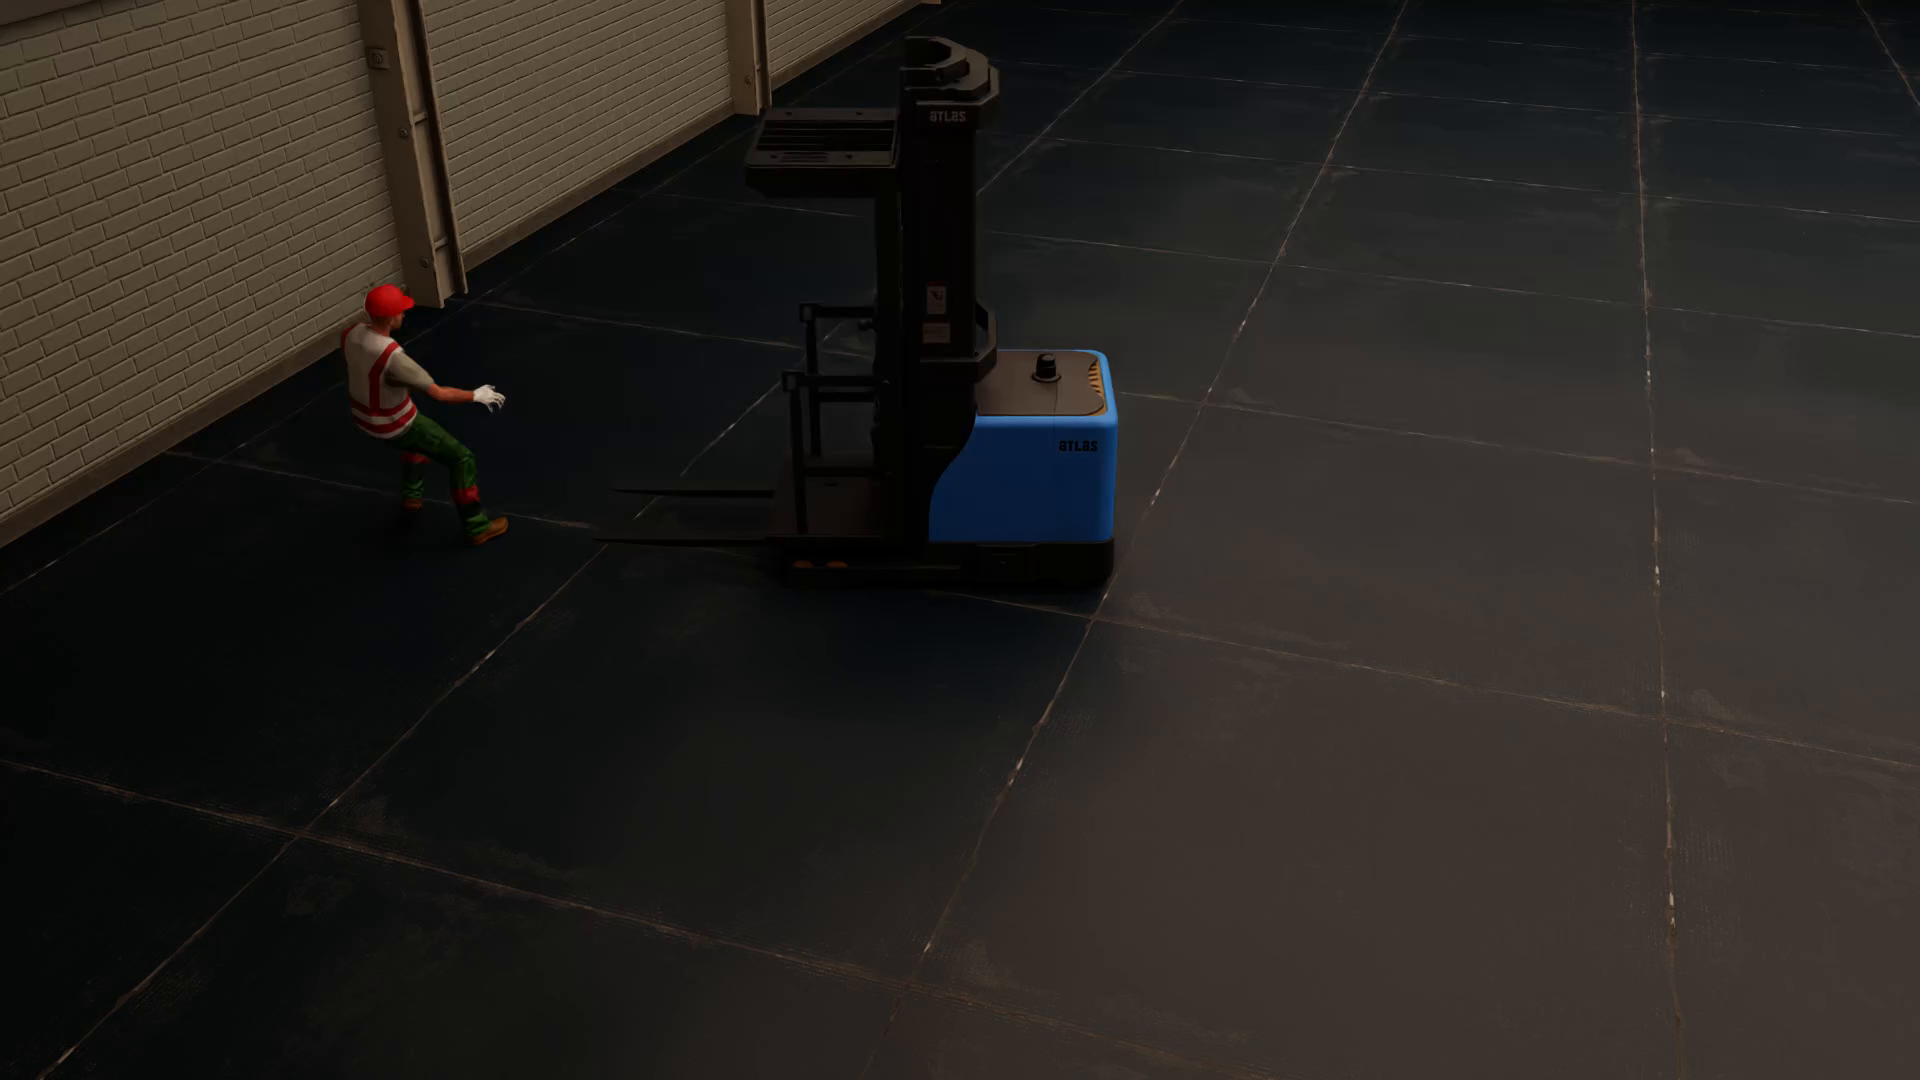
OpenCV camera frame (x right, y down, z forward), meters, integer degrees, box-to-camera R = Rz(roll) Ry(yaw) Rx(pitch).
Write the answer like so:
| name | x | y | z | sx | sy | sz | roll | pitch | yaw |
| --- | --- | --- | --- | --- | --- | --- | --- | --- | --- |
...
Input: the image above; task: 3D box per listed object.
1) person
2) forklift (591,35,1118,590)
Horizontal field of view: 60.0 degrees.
| name | x | y | z | sx | sy | sz | roll | pitch | yaw |
| --- | --- | --- | --- | --- | --- | --- | --- | --- | --- |
| person | -3.218 | -0.796 | 9.860 | 0.856 | 1.625 | 0.697 | 22 | 36 | 33 |
| forklift | -0.627 | -1.249 | 9.328 | 3.031 | 2.935 | 1.130 | 0 | 30 | 0 |
